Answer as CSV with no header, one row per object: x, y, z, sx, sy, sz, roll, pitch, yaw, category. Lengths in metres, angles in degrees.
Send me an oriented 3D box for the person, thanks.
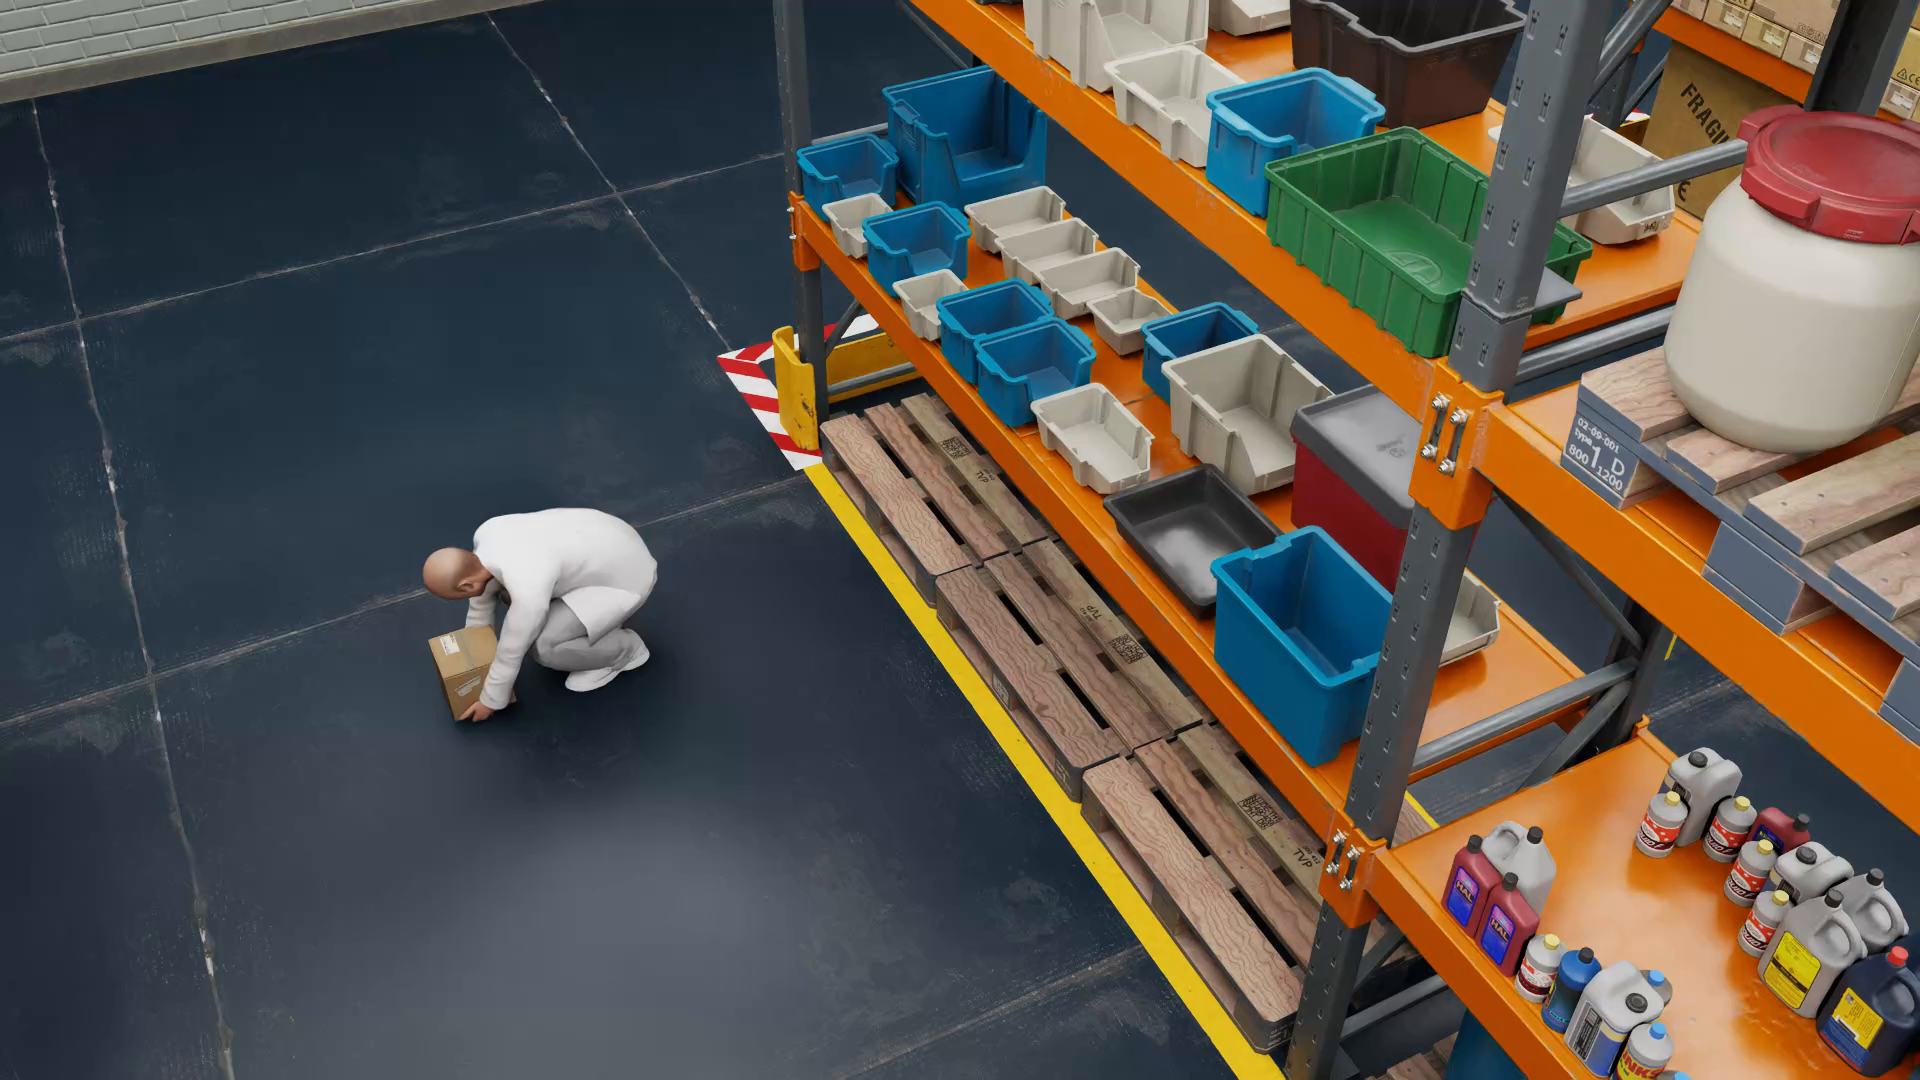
-1.662,0.266,6.710,0.917,0.854,0.580,-19,44,-21,person
